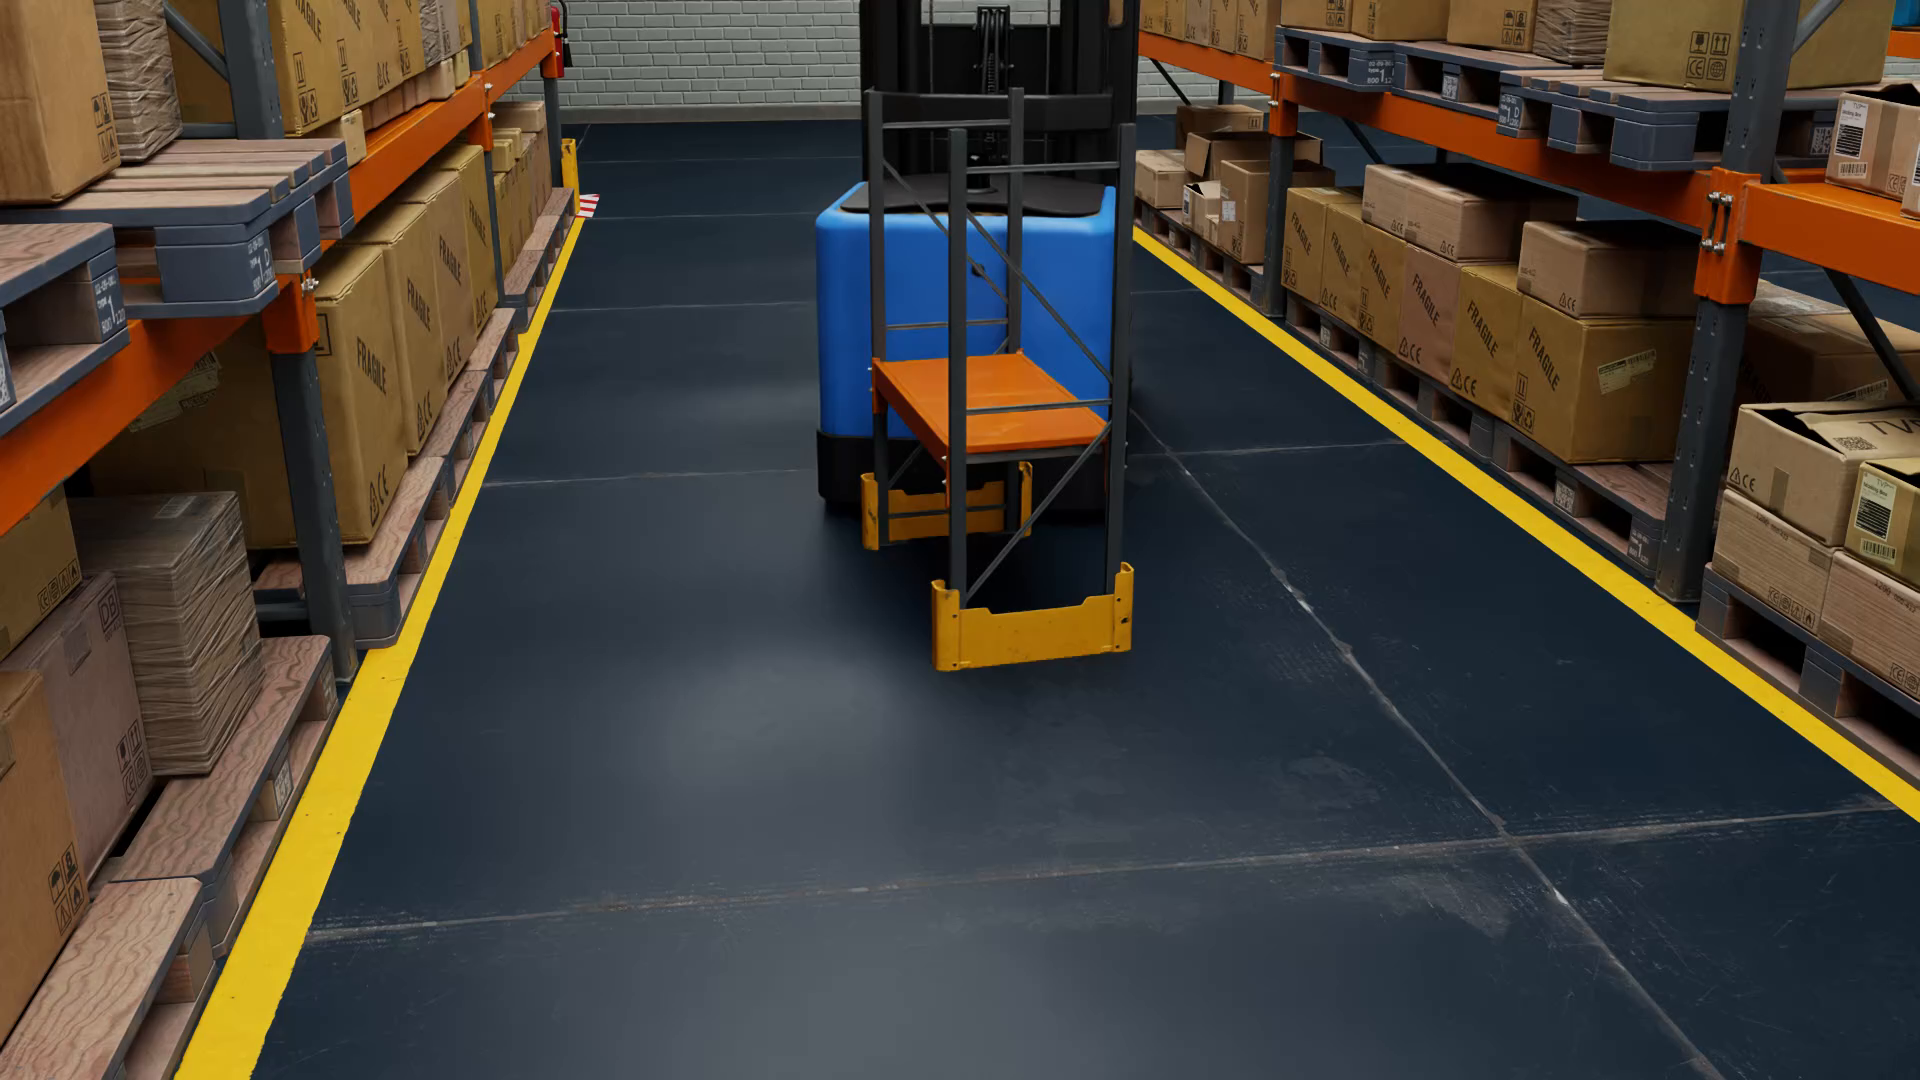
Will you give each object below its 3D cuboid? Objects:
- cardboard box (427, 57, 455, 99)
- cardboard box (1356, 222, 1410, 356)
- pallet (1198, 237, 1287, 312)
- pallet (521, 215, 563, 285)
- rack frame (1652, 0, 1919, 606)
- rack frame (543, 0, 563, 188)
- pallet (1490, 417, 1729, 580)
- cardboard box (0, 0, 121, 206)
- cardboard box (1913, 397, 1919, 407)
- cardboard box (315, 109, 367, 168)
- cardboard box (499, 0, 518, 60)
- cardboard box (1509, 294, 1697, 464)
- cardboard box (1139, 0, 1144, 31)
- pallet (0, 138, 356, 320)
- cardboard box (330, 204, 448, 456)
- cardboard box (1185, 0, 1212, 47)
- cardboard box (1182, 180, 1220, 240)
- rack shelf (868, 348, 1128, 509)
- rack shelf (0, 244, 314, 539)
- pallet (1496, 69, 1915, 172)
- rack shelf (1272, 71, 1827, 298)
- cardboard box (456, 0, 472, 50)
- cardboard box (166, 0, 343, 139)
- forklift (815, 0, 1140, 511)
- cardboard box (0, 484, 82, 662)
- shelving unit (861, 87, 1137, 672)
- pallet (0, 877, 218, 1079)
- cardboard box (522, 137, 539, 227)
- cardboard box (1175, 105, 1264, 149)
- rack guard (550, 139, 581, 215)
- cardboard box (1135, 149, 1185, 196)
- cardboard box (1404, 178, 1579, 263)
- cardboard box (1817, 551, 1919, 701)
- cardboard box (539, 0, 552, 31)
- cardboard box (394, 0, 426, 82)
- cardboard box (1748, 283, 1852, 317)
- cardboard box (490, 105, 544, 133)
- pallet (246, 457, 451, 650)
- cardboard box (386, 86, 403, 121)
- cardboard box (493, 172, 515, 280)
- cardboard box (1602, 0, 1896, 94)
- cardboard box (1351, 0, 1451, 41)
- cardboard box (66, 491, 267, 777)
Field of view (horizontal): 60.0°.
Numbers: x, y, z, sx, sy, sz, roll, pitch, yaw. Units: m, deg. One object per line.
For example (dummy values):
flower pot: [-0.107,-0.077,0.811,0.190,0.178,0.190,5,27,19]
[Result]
cardboard box: [-2.298,-1.902,6.852,0.380,0.149,0.250,-3,21,-8]
cardboard box: [2.107,-1.129,7.395,0.500,0.500,0.500,-3,21,-7]
pallet: [2.028,-1.562,9.598,1.003,0.211,1.213,-3,21,-8]
pallet: [-2.987,-1.764,10.138,1.003,0.211,1.213,-3,21,-8]
rack frame: [2.702,-1.246,4.765,1.000,3.000,0.127,-3,21,-8]
rack frame: [-3.352,-3.765,11.509,1.000,3.000,0.127,-3,21,-8]
pallet: [2.632,-0.200,5.950,1.003,0.211,1.213,-3,21,-8]
cardboard box: [-2.014,-0.893,3.050,0.700,0.500,0.500,-5,21,-13]
cardboard box: [3.021,-0.248,4.622,0.500,0.311,0.500,-2,21,-6]
cardboard box: [-2.000,-1.196,4.962,0.380,0.149,0.250,-2,21,-6]
cardboard box: [-2.938,-2.962,8.931,0.980,0.700,0.700,-3,21,-9]
cardboard box: [2.335,-0.593,5.961,0.500,0.500,0.500,-2,21,-6]
cardboard box: [1.432,-3.717,11.239,0.500,0.500,0.500,-3,21,-8]
pallet: [-1.991,-0.664,3.480,1.213,0.211,1.003,-3,21,-8]
cardboard box: [-2.295,-0.749,5.908,0.750,0.750,0.750,-3,21,-8]
cardboard box: [1.648,-3.194,9.838,0.500,0.500,0.500,-2,21,-7]
cardboard box: [1.655,-2.020,10.052,0.500,0.311,0.500,-3,21,-8]
rack shelf: [0.085,-0.363,5.059,0.538,0.185,1.000,-5,21,-14]
rack shelf: [-1.911,0.035,2.365,1.077,0.370,4.000,-3,21,-8]
pallet: [2.535,-1.387,5.418,1.213,0.211,1.003,-3,21,-8]
rack shelf: [2.414,-1.602,6.745,1.077,0.370,4.000,-3,21,-8]
cardboard box: [-2.460,-2.428,7.334,0.500,0.500,0.500,-3,21,-9]
cardboard box: [-2.016,-1.372,4.505,0.500,0.500,0.500,-2,21,-6]
forklift: [0.182,-1.949,6.747,1.130,2.935,3.031,2,21,6]
cardboard box: [-2.024,0.066,3.125,0.500,0.250,0.500,-3,21,-7]
shelving unit: [0.083,-0.535,5.004,0.587,1.500,1.083,-5,21,-14]
pallet: [-1.915,1.003,2.728,1.003,0.211,1.213,-3,21,-8]
cardboard box: [-3.007,-2.206,10.307,0.700,0.500,0.500,-4,21,-10]
cardboard box: [1.871,-2.875,12.071,0.500,0.500,0.500,-3,21,-8]
rack guard: [-3.356,-2.602,11.969,1.175,0.500,0.348,-3,21,-8]
cardboard box: [1.419,-2.558,11.580,0.500,0.250,0.500,-3,21,-8]
cardboard box: [2.171,-1.318,6.829,0.500,0.250,0.500,-3,21,-9]
cardboard box: [2.560,0.215,4.182,0.500,0.250,0.500,-3,21,-9]
cardboard box: [-3.269,-3.729,10.985,0.980,0.700,0.700,-2,21,-5]
cardboard box: [-2.235,-1.905,5.933,0.500,0.500,0.500,-2,21,-6]
cardboard box: [2.838,-0.634,6.071,0.500,0.500,0.500,-4,21,-10]
cardboard box: [-2.916,-2.733,10.793,0.380,0.149,0.250,-2,21,-6]
pallet: [-2.238,0.035,5.322,1.003,0.211,1.213,-3,21,-8]
cardboard box: [-2.280,-1.634,6.135,0.380,0.149,0.250,-2,21,-6]
cardboard box: [-2.782,-1.670,8.872,0.700,0.500,0.500,-3,21,-7]
cardboard box: [2.500,-1.702,5.243,0.700,0.500,0.500,-10,23,-26]
cardboard box: [2.134,-2.464,7.284,0.700,0.500,0.500,0,20,1]
cardboard box: [-2.044,0.217,3.793,0.700,0.500,0.500,-3,21,-7]
